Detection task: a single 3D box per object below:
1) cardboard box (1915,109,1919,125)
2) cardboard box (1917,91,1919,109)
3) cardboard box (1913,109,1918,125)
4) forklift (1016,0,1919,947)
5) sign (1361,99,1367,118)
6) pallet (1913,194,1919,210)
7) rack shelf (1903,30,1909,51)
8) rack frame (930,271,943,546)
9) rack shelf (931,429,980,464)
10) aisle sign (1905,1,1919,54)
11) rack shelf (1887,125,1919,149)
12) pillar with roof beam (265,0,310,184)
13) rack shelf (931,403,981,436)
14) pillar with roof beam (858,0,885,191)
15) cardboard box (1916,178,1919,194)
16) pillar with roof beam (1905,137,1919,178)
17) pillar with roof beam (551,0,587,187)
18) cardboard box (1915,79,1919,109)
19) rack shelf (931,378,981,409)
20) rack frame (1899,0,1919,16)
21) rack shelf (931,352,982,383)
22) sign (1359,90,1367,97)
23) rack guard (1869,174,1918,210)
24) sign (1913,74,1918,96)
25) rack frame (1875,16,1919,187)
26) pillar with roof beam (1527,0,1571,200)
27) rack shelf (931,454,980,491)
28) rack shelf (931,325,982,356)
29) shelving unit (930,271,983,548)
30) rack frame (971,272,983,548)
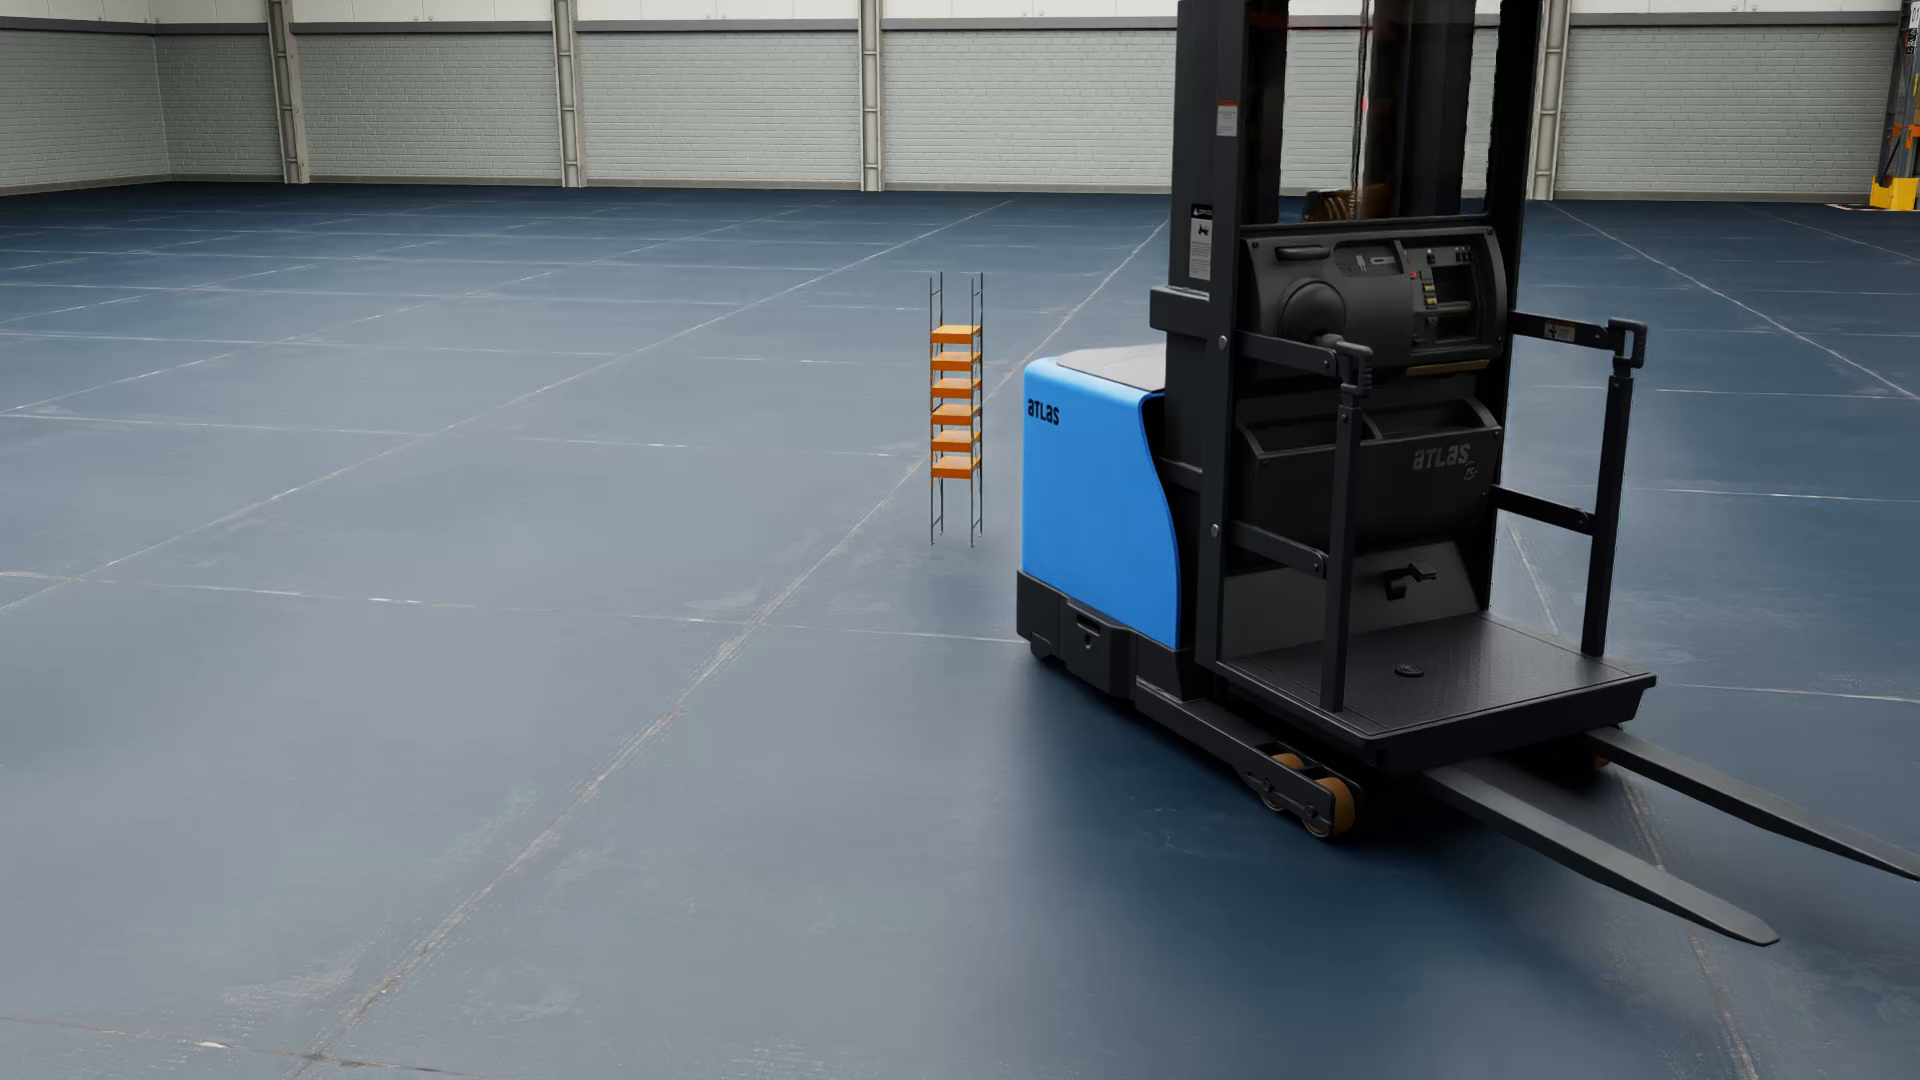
[{"bbox_3d":[15.555,-6.711,26.415,0.500,0.250,0.500,3,16,9],"label":"cardboard box"},{"bbox_3d":[15.548,-7.078,26.333,0.500,0.500,0.500,3,16,11],"label":"cardboard box"},{"bbox_3d":[15.637,-6.846,26.902,0.500,0.250,0.500,3,16,12],"label":"cardboard box"},{"bbox_3d":[1.330,-0.725,4.691,1.130,2.935,3.031,-8,17,-26],"label":"forklift"},{"bbox_3d":[7.184,-7.606,29.336,0.234,0.329,0.001,3,16,11],"label":"sign"},{"bbox_3d":[16.004,-5.482,26.960,1.213,0.211,1.003,3,16,11],"label":"pallet"},{"bbox_3d":[17.100,-7.875,26.103,4.000,0.370,1.077,3,16,11],"label":"rack shelf"},{"bbox_3d":[-0.104,-0.584,7.423,0.006,1.200,0.240,3,16,11],"label":"rack frame"},{"bbox_3d":[-0.014,-0.421,7.450,0.180,0.103,0.258,3,16,11],"label":"rack shelf"},{"bbox_3d":[15.010,-8.061,26.175,0.004,0.787,0.394,3,16,11],"label":"aisle sign"},{"bbox_3d":[17.100,-6.430,26.503,4.000,0.370,1.077,3,16,11],"label":"rack shelf"},{"bbox_3d":[-14.257,-10.433,28.369,0.400,9.000,9.100,3,16,11],"label":"pillar with roof beam"},{"bbox_3d":[-0.014,-0.536,7.418,0.180,0.103,0.258,3,16,11],"label":"rack shelf"},{"bbox_3d":[-2.498,-9.794,26.064,0.400,9.000,9.100,3,16,11],"label":"pillar with roof beam"},{"bbox_3d":[15.801,-5.739,26.874,0.500,0.311,0.500,1,16,5],"label":"cardboard box"},{"bbox_3d":[15.141,-8.837,22.607,0.400,9.000,9.100,3,16,11],"label":"pillar with roof beam"},{"bbox_3d":[-8.378,-10.114,27.216,0.400,9.000,9.100,3,16,11],"label":"pillar with roof beam"},{"bbox_3d":[15.645,-7.212,26.819,0.500,0.500,0.500,3,16,10],"label":"cardboard box"},{"bbox_3d":[-0.014,-0.652,7.385,0.180,0.103,0.258,3,16,11],"label":"rack shelf"},{"bbox_3d":[15.140,-9.774,25.991,0.127,3.000,1.000,3,16,11],"label":"rack frame"},{"bbox_3d":[-0.014,-0.767,7.353,0.180,0.103,0.258,3,16,11],"label":"rack shelf"},{"bbox_3d":[7.187,-7.859,29.256,0.331,0.109,0.001,3,16,11],"label":"sign"},{"bbox_3d":[15.215,-5.674,27.110,0.348,0.500,1.175,3,16,11],"label":"rack guard"},{"bbox_3d":[15.033,-7.158,26.163,0.005,0.325,0.100,3,16,11],"label":"sign"},{"bbox_3d":[15.140,-6.883,26.791,0.127,3.000,1.000,3,16,11],"label":"rack frame"},{"bbox_3d":[9.261,-9.156,23.760,0.400,9.000,9.100,3,16,11],"label":"pillar with roof beam"},{"bbox_3d":[-0.014,-0.305,7.482,0.180,0.103,0.258,3,16,11],"label":"rack shelf"},{"bbox_3d":[-0.014,-0.883,7.321,0.180,0.103,0.258,3,16,11],"label":"rack shelf"},{"bbox_3d":[-0.014,-0.579,7.406,0.189,1.200,0.258,3,16,11],"label":"shelving unit"},{"bbox_3d":[0.075,-0.574,7.388,0.006,1.200,0.240,3,16,11],"label":"rack frame"}]
